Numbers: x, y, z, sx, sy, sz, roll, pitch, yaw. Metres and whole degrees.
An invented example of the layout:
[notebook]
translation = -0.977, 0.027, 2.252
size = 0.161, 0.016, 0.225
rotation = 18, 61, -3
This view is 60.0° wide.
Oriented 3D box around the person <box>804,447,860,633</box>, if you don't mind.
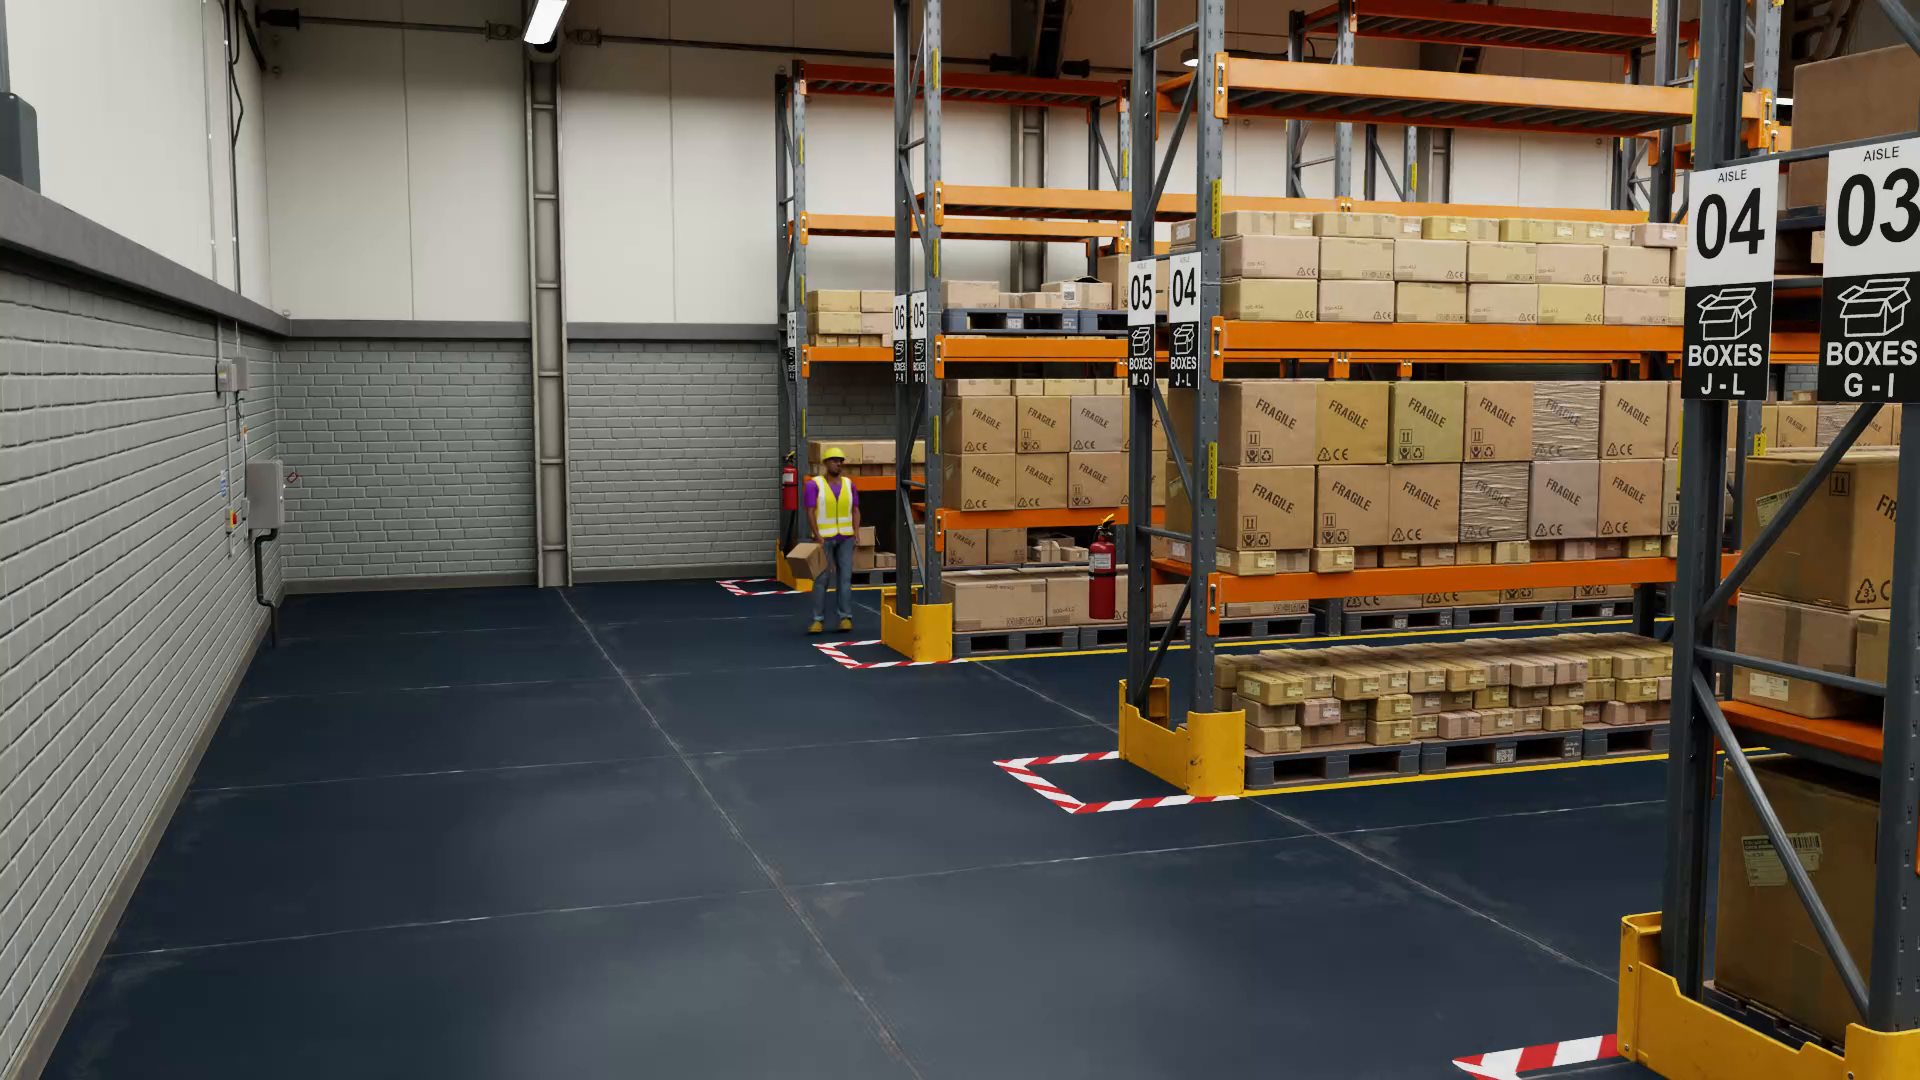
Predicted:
[person]
translation = -1.238, -0.007, 16.113
size = 0.605, 1.777, 0.476
rotation = -3, 6, -26
